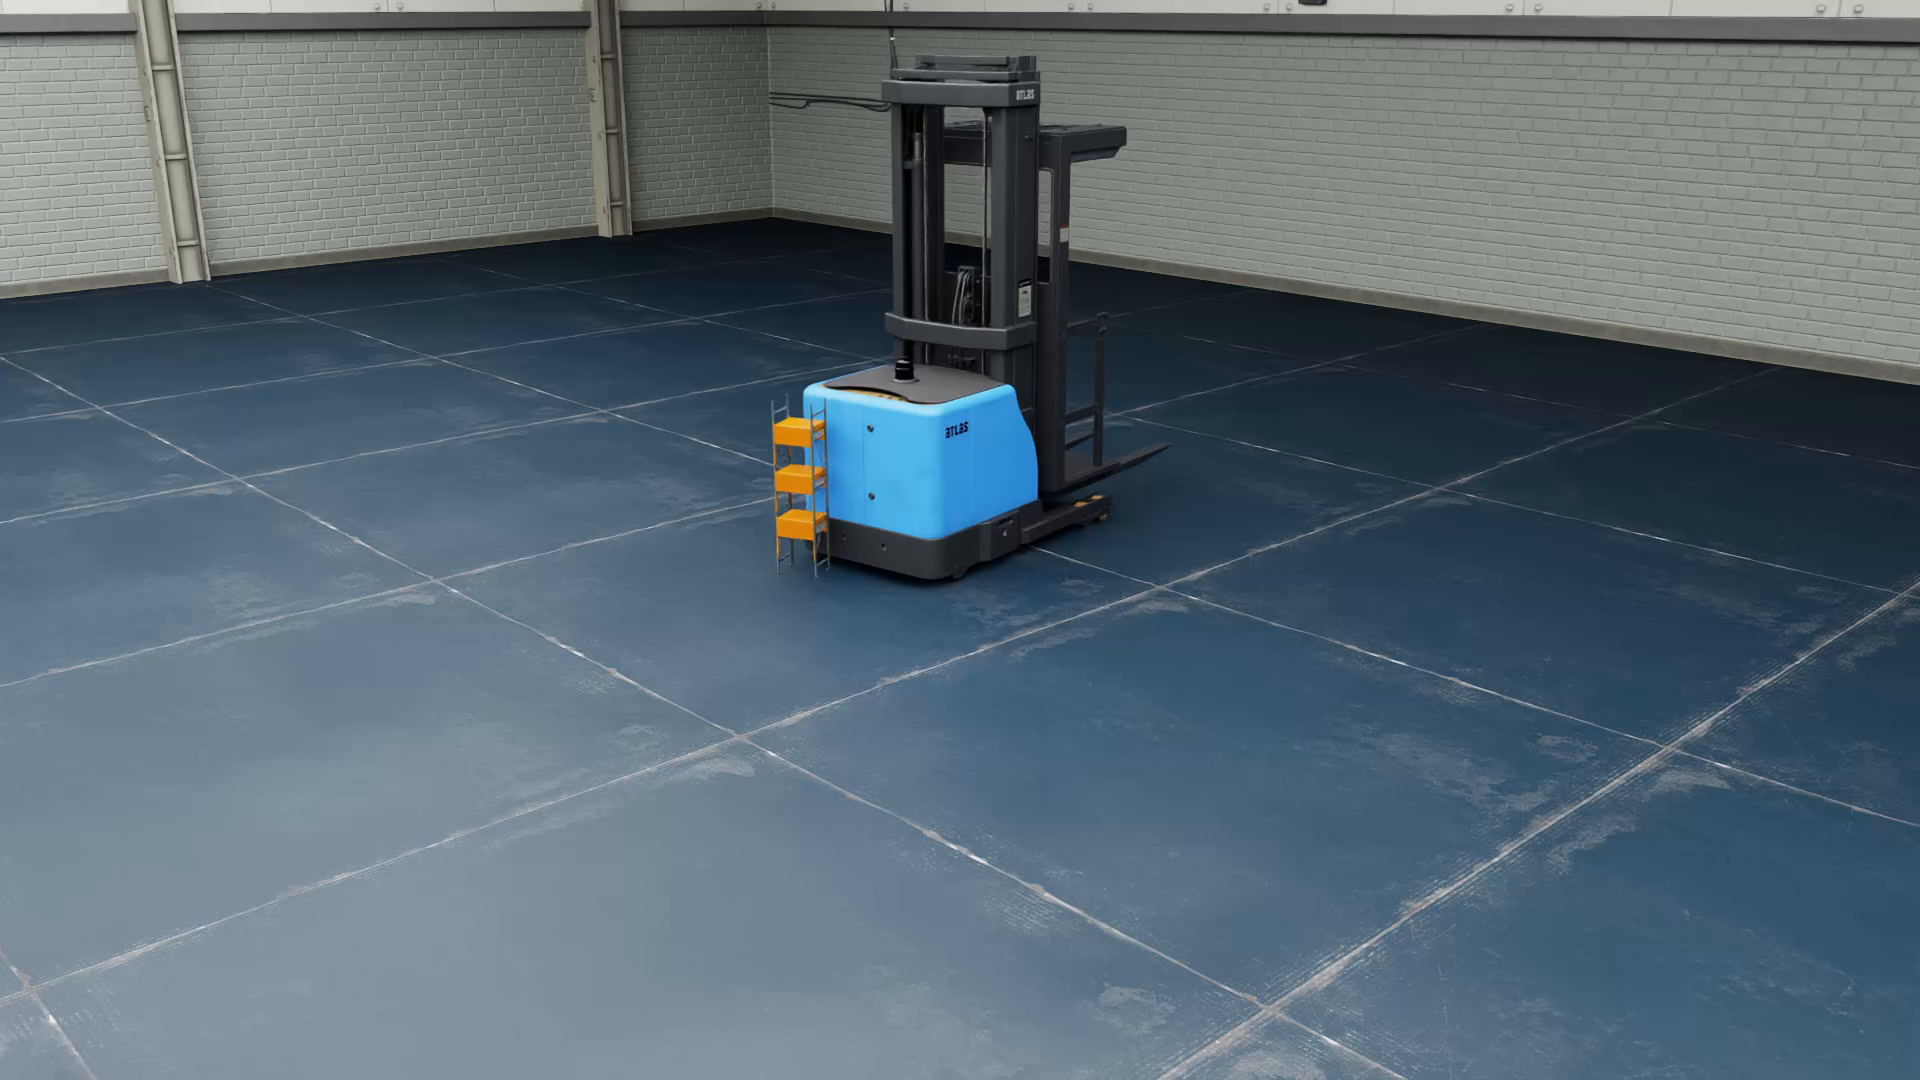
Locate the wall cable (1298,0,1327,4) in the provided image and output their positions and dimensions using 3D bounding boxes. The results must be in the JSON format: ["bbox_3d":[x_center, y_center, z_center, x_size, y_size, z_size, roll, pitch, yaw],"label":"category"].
[{"bbox_3d":[4.555,-8.526,16.677,0.169,6.003,2.305,-16,24,-41],"label":"wall cable"}]

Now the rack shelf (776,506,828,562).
[{"bbox_3d":[-0.928,-0.038,9.834,0.240,0.259,0.215,7,19,20],"label":"rack shelf"}]

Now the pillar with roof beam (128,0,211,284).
[{"bbox_3d":[-6.407,-6.475,15.865,0.400,9.000,9.100,-16,24,-41],"label":"pillar with roof beam"}]

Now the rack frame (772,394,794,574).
[{"bbox_3d":[-1.042,-0.325,9.786,0.008,1.050,0.200,7,19,20],"label":"rack frame"}]

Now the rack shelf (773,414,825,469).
[{"bbox_3d":[-0.928,-0.572,9.661,0.240,0.259,0.215,7,19,20],"label":"rack shelf"}]

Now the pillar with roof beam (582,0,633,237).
[{"bbox_3d":[-2.048,-7.746,19.786,0.400,9.000,9.100,-16,24,-41],"label":"pillar with roof beam"}]

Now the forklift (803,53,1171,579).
[{"bbox_3d":[0.338,-1.557,10.535,1.130,2.935,3.031,13,22,35],"label":"forklift"}]

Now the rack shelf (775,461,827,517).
[{"bbox_3d":[-0.928,-0.302,9.748,0.240,0.259,0.215,7,19,20],"label":"rack shelf"}]

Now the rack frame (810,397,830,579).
[{"bbox_3d":[-0.814,-0.299,9.703,0.008,1.050,0.200,7,19,20],"label":"rack frame"}]

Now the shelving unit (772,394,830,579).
[{"bbox_3d":[-0.928,-0.312,9.745,0.252,1.050,0.215,7,19,20],"label":"shelving unit"}]

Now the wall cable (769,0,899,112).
[{"bbox_3d":[-1.956,-7.562,24.252,0.112,2.526,3.097,-16,24,-41],"label":"wall cable"}]
